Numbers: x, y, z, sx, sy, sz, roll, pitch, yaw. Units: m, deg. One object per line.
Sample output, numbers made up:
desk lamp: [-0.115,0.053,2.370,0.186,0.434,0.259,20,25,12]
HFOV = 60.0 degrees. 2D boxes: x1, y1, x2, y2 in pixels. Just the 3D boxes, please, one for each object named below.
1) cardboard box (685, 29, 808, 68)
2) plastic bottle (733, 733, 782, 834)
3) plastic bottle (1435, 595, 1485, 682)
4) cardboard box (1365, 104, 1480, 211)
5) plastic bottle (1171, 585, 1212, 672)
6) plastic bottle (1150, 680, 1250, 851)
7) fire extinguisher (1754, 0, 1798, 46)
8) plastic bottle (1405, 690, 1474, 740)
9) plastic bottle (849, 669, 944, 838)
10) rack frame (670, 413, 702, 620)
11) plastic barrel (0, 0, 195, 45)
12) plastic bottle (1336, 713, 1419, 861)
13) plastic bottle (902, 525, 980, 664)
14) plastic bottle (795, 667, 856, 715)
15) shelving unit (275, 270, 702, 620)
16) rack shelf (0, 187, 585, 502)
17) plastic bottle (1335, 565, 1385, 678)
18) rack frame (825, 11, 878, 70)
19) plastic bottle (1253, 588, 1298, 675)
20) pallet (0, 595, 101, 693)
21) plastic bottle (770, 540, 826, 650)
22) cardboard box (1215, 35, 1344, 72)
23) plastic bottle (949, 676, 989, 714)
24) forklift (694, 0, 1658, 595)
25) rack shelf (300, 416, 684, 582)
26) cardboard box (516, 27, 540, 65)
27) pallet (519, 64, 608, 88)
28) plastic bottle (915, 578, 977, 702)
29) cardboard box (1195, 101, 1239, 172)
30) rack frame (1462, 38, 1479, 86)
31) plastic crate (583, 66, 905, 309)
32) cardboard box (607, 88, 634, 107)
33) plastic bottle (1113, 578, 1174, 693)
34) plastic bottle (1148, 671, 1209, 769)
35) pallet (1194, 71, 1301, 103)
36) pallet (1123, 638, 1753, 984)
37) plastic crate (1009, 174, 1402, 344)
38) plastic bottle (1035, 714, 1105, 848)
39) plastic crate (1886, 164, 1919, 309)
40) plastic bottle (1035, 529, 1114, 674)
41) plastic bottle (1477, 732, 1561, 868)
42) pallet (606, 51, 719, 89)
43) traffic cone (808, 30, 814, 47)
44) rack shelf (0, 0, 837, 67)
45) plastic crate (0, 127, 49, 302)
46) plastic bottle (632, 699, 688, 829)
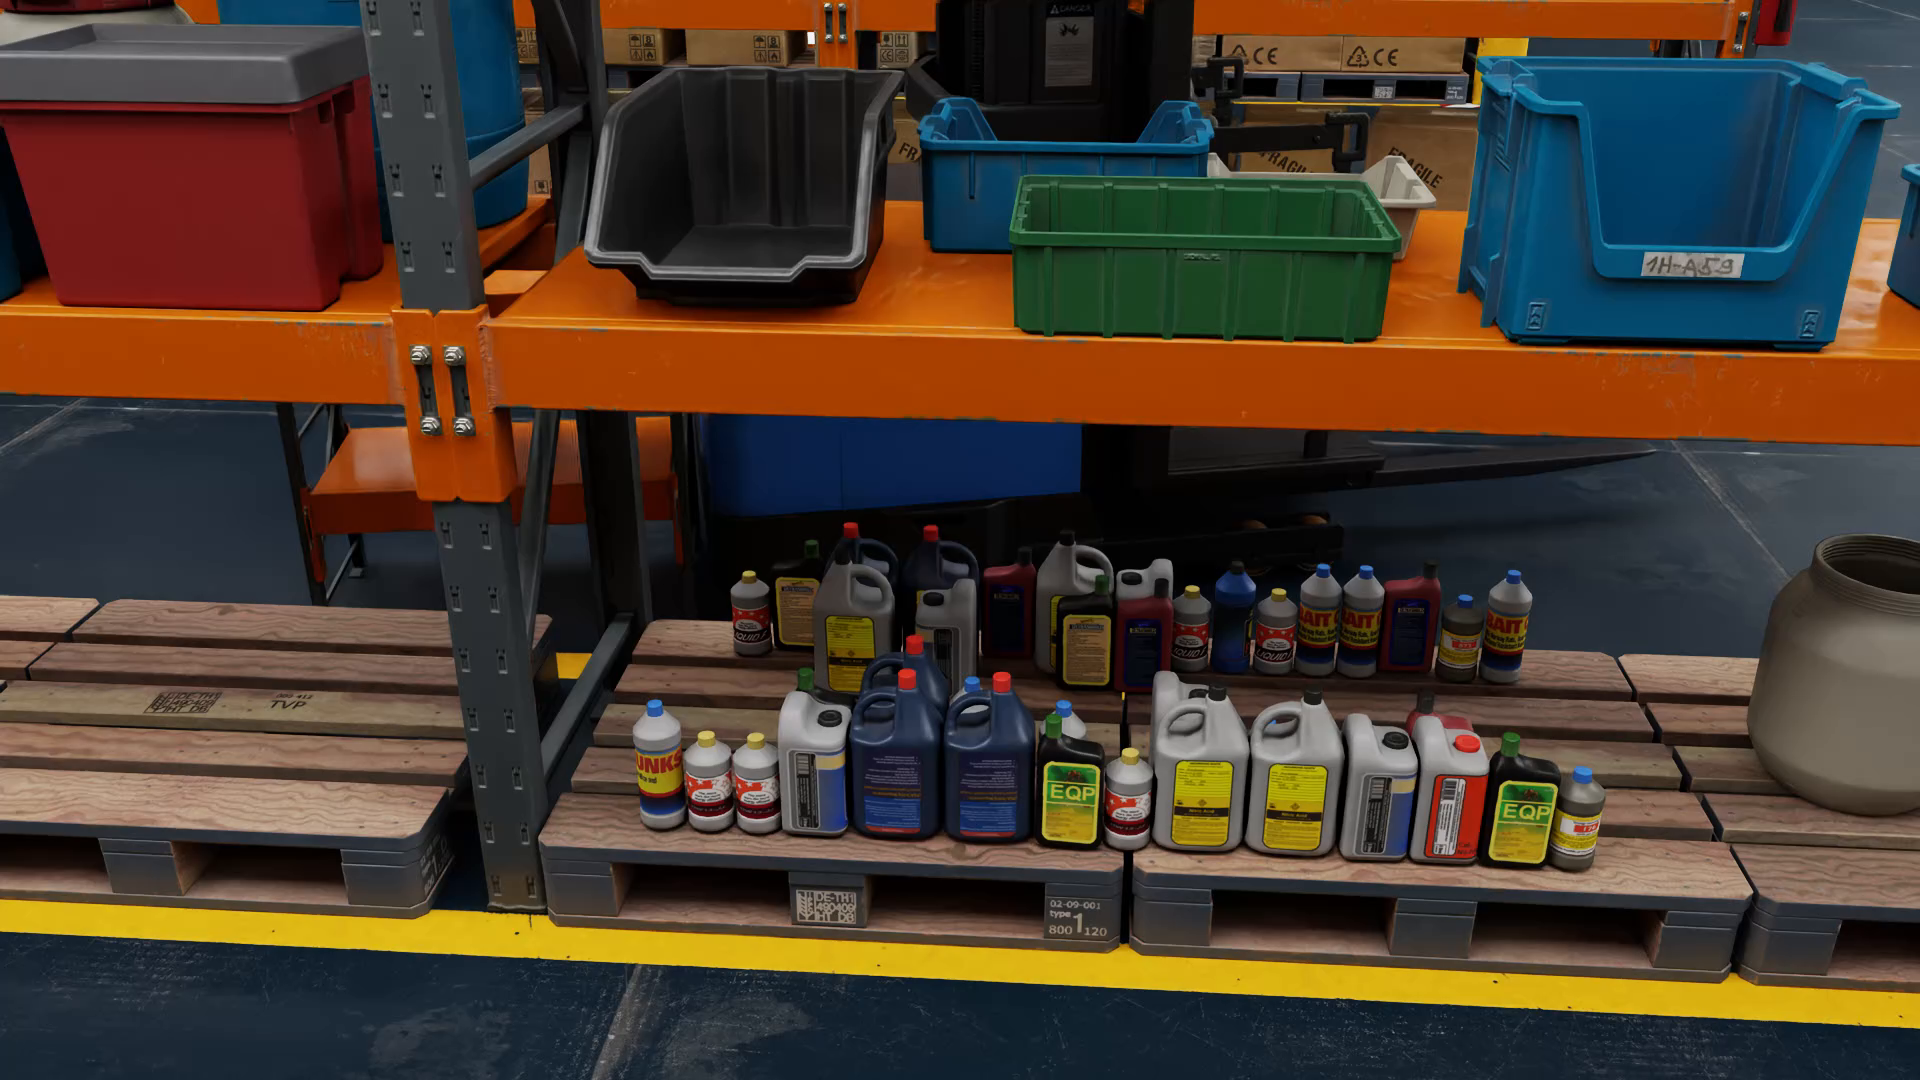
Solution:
cardboard box: [-1.629,-4.092,12.742,0.750,0.750,1.050,2,25,4]
plastic bottle: [-0.414,0.491,3.415,0.097,0.201,0.097,0,25,0]
plastic bottle: [1.200,0.229,3.986,0.097,0.201,0.097,0,25,0]
cardboard box: [2.246,-1.803,8.068,0.500,0.500,0.500,8,26,18]
plastic bottle: [0.558,0.208,4.031,0.097,0.201,0.097,0,25,0]
plastic bottle: [0.484,0.442,3.343,0.185,0.351,0.144,2,25,4]
fire extinguisher: [3.545,-2.485,7.155,0.183,0.674,0.296,2,25,4]
plastic bottle: [0.981,0.443,3.423,0.133,0.283,0.061,2,25,4]
plastic bottle: [-0.128,0.423,3.386,0.185,0.351,0.144,3,25,5]
rack frame: [-0.795,-0.384,4.740,0.032,1.125,0.500,-3,25,-6]
plastic barrel: [-1.839,-0.963,3.593,0.433,0.535,0.433,0,25,0]
plastic bottle: [0.835,0.486,3.338,0.135,0.276,0.152,1,25,3]
plastic bottle: [-0.046,0.131,4.021,0.185,0.351,0.144,1,25,1]
plastic bottle: [-0.285,0.402,3.511,0.133,0.283,0.061,2,25,4]
shelving unit: [-1.301,-0.361,4.689,1.048,1.125,0.538,-3,25,-6]
rack shelf: [-2.896,-0.517,3.645,4.000,0.370,1.077,2,25,4]
plastic bottle: [0.961,0.189,3.988,0.097,0.271,0.097,0,25,0]
rack frame: [-0.522,-2.844,7.842,0.127,3.000,1.000,2,25,4]
plastic bottle: [0.763,0.215,4.017,0.097,0.201,0.097,0,25,0]
pallet: [-2.907,0.440,4.041,1.213,0.211,1.003,2,25,4]
plastic bottle: [-0.396,0.132,4.097,0.133,0.283,0.061,3,25,7]
cardboard box: [2.388,-4.027,12.453,0.875,0.875,0.875,1,25,3]
plastic bottle: [0.025,0.413,3.501,0.097,0.271,0.097,0,25,0]
forklift: [0.695,-1.433,4.857,3.031,2.935,1.130,-5,25,-10]
rack shelf: [-1.301,-0.139,4.791,1.000,0.278,0.538,-3,25,-6]
cardboard box: [-3.430,-4.148,12.865,0.750,0.750,1.050,2,25,3]
pallet: [-3.250,-3.713,13.066,1.213,0.211,1.003,2,25,4]
plastic bottle: [-0.032,0.227,3.900,0.135,0.276,0.152,2,25,4]
cardboard box: [1.070,-1.867,8.208,0.500,0.500,0.500,0,25,-1]
rack frame: [3.947,-4.780,12.050,0.127,3.000,1.000,2,25,4]
plastic crate: [-0.389,-0.682,3.217,0.504,0.338,0.767,2,25,4]
cardboard box: [-1.607,-1.960,8.385,0.500,0.500,0.700,2,25,4]
plastic bottle: [0.430,0.223,3.901,0.133,0.283,0.061,2,25,4]
plastic bottle: [0.470,0.414,3.494,0.135,0.276,0.152,2,25,4]
pallet: [1.930,-3.546,12.704,1.213,0.211,1.003,2,25,4]
pallet: [0.985,0.564,3.772,1.213,0.211,1.003,2,25,4]
plastic crate: [0.430,-0.522,3.050,0.662,0.188,0.450,2,25,4]
plastic bottle: [0.221,0.482,3.337,0.133,0.283,0.061,3,25,6]
plastic crate: [1.918,-0.499,2.923,0.408,0.251,0.499,2,25,4]
plastic bottle: [0.276,0.141,3.998,0.185,0.351,0.144,2,25,4]
plastic bottle: [1.104,0.510,3.276,0.133,0.283,0.061,2,25,5]
pallet: [-2.037,-3.672,12.978,1.213,0.211,1.003,2,25,4]
traffic cone: [-1.263,-4.428,14.319,0.334,0.463,0.336,2,25,4]
rack shelf: [-2.516,-2.581,8.132,4.000,0.370,1.077,2,25,4]
plastic crate: [-2.025,-0.678,3.154,0.575,0.384,0.392,2,25,4]
plastic bottle: [-0.617,0.453,3.415,0.097,0.271,0.097,0,25,0]
